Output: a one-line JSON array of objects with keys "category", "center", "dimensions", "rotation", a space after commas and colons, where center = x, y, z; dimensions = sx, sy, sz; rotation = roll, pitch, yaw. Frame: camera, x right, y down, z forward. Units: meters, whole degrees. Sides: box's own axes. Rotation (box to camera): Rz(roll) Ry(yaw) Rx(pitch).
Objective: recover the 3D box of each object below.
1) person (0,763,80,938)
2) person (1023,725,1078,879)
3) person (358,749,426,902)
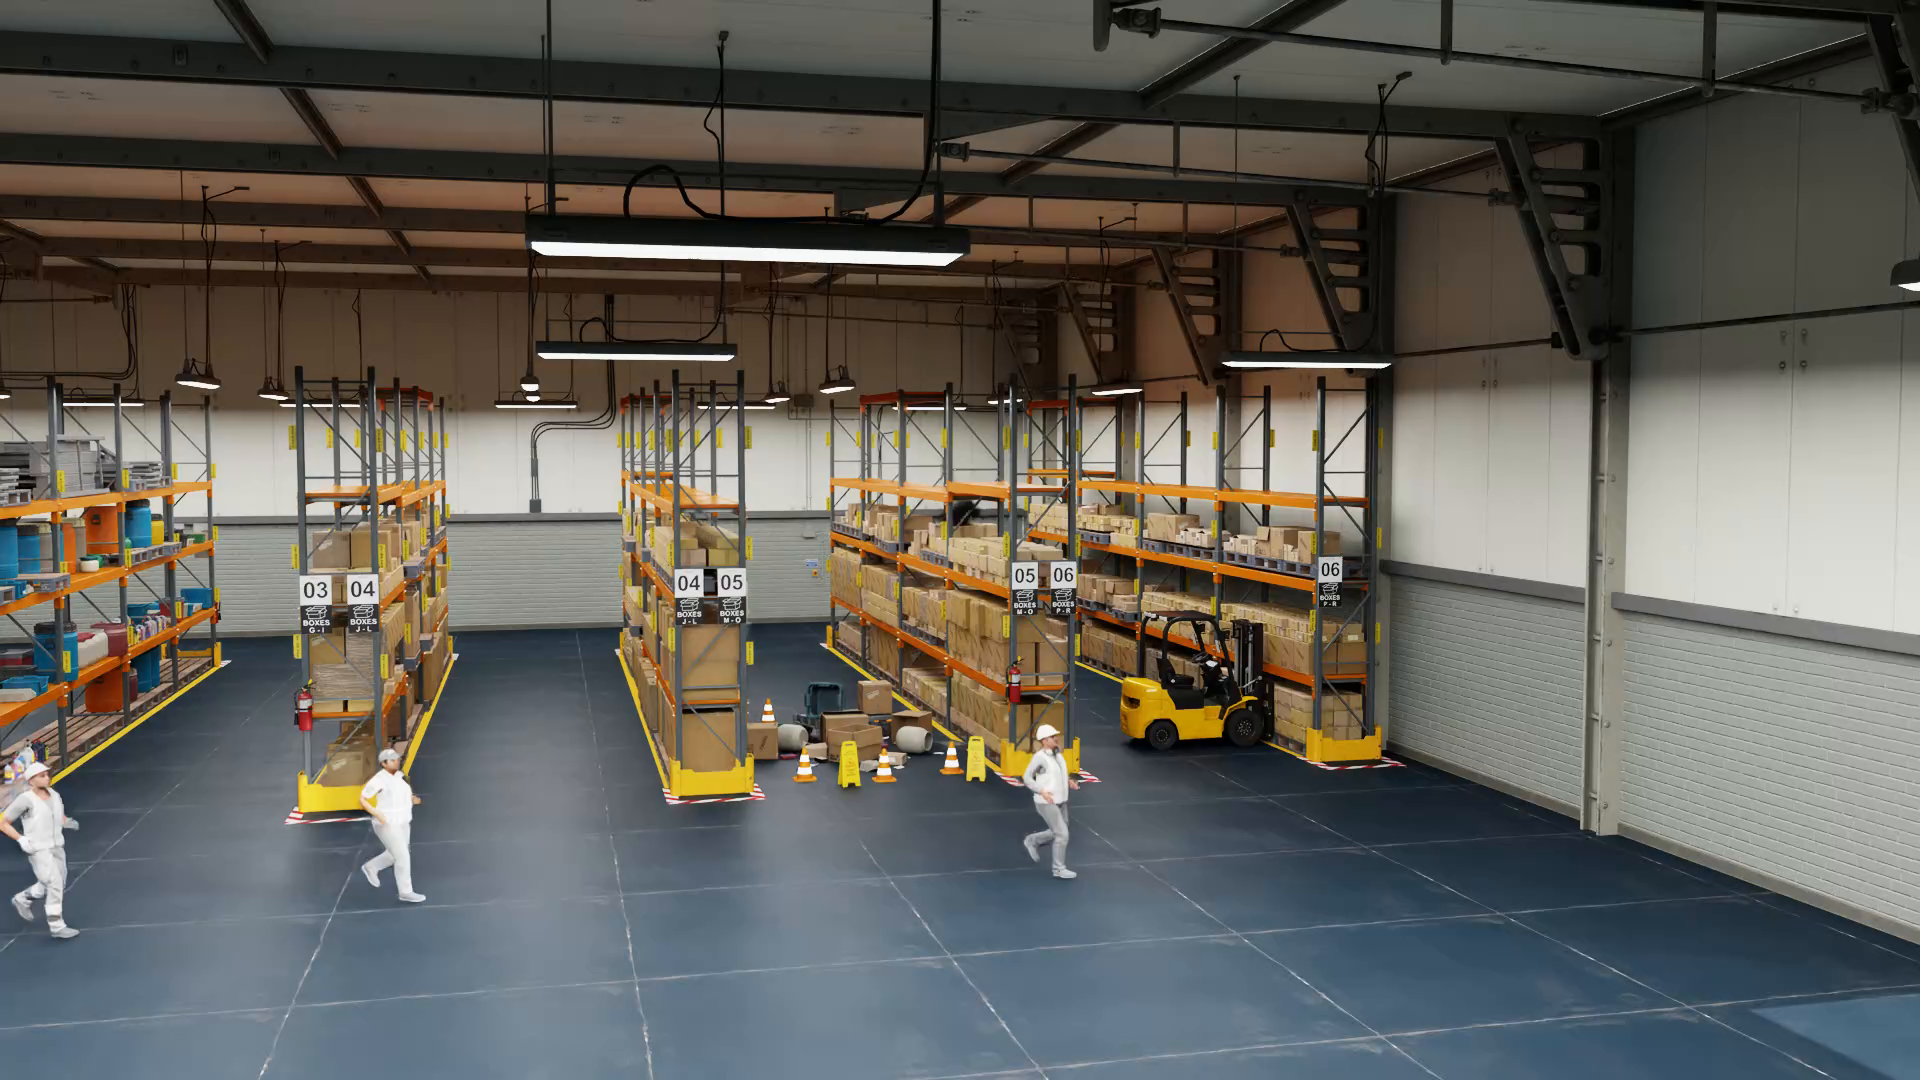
[{"category": "person", "center": [-9.275, 3.122, 16.777], "dimensions": [0.867, 1.760, 0.669], "rotation": [1, 4, 14]}, {"category": "person", "center": [1.030, 2.994, 19.128], "dimensions": [0.745, 1.736, 0.667], "rotation": [2, 4, 35]}, {"category": "person", "center": [-6.215, 3.097, 18.136], "dimensions": [0.877, 1.629, 0.619], "rotation": [1, 4, 16]}]
